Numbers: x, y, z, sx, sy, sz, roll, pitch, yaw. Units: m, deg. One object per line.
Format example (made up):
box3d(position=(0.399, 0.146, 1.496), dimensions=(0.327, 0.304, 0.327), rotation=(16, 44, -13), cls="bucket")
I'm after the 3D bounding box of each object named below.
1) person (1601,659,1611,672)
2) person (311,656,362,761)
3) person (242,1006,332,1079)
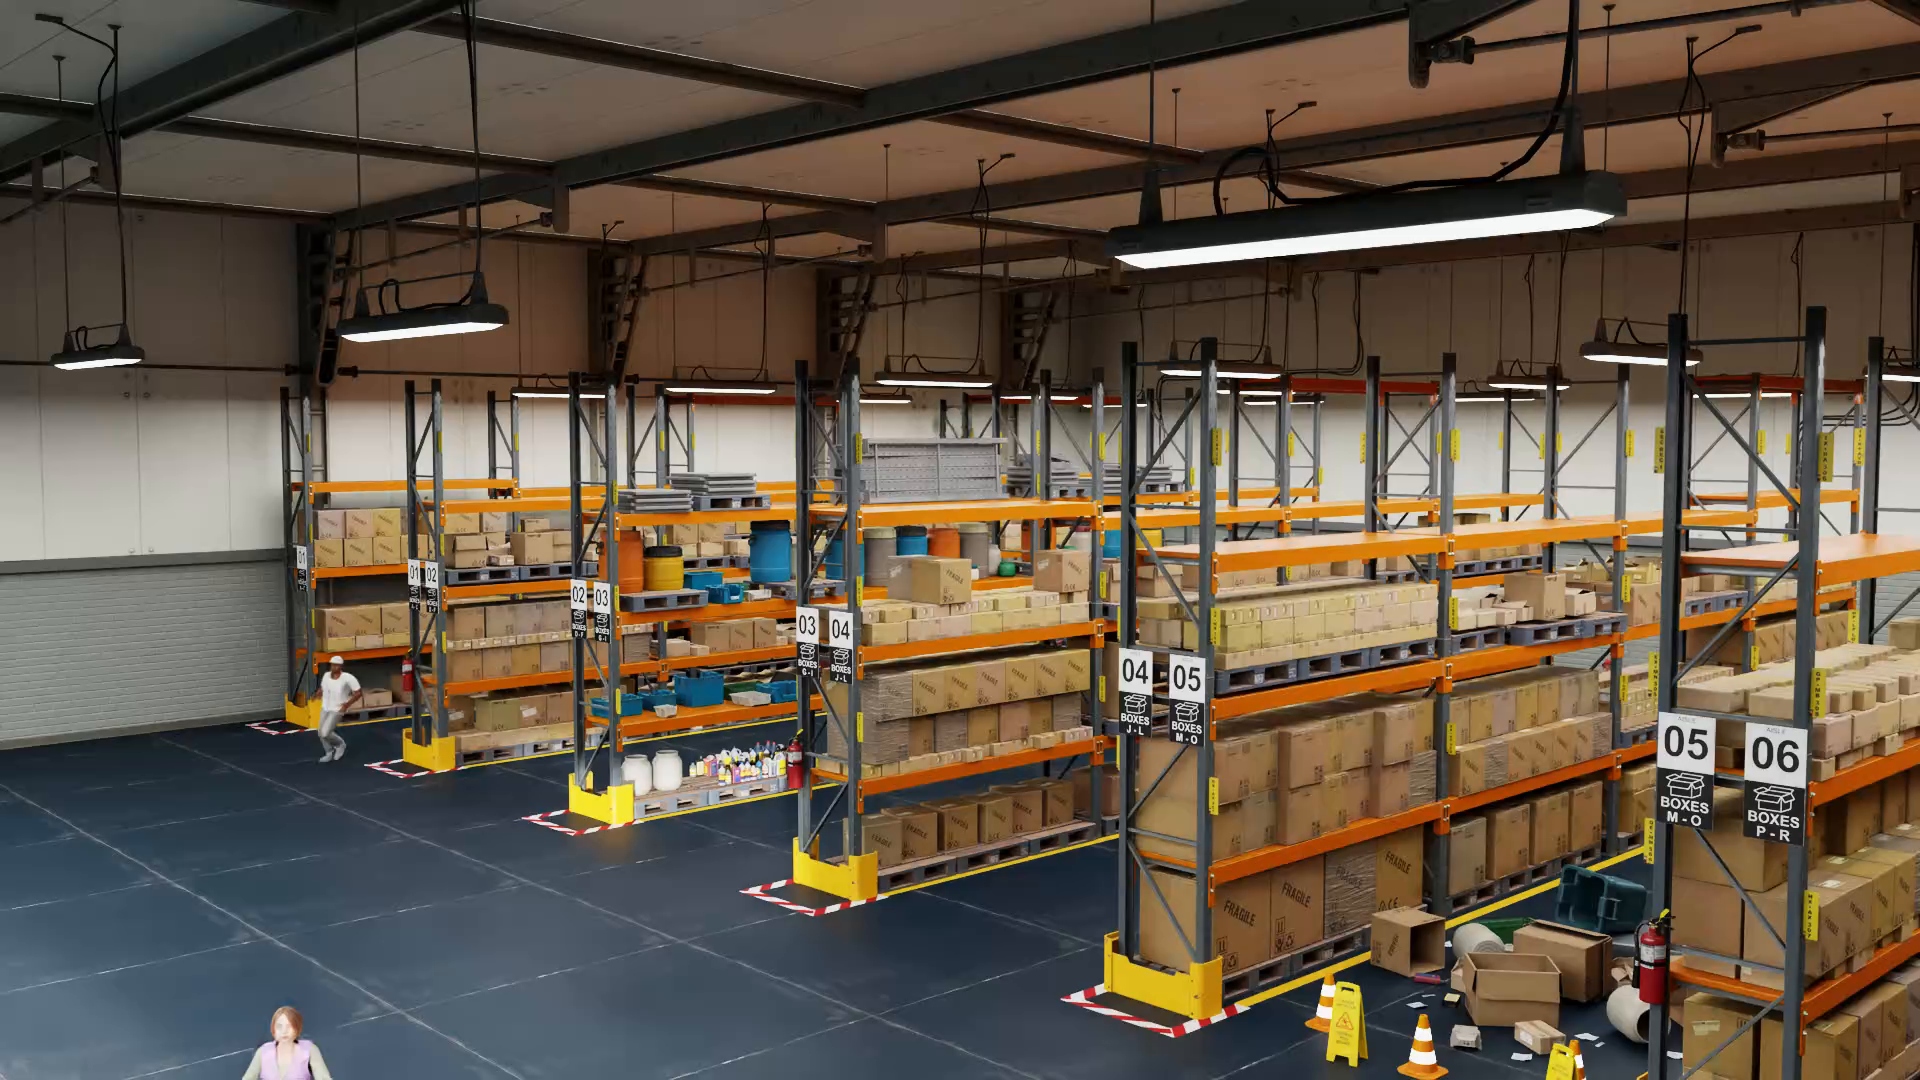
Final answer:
box3d(position=(9.777, 2.671, 25.167), dimensions=(0.578, 1.740, 0.644), rotation=(-3, 5, -41), cls="person")
box3d(position=(-9.819, 2.649, 26.051), dimensions=(0.701, 1.688, 0.556), rotation=(2, 4, 25), cls="person")
box3d(position=(-4.233, 3.705, 10.466), dimensions=(0.548, 1.568, 0.805), rotation=(-1, 4, -17), cls="person")
